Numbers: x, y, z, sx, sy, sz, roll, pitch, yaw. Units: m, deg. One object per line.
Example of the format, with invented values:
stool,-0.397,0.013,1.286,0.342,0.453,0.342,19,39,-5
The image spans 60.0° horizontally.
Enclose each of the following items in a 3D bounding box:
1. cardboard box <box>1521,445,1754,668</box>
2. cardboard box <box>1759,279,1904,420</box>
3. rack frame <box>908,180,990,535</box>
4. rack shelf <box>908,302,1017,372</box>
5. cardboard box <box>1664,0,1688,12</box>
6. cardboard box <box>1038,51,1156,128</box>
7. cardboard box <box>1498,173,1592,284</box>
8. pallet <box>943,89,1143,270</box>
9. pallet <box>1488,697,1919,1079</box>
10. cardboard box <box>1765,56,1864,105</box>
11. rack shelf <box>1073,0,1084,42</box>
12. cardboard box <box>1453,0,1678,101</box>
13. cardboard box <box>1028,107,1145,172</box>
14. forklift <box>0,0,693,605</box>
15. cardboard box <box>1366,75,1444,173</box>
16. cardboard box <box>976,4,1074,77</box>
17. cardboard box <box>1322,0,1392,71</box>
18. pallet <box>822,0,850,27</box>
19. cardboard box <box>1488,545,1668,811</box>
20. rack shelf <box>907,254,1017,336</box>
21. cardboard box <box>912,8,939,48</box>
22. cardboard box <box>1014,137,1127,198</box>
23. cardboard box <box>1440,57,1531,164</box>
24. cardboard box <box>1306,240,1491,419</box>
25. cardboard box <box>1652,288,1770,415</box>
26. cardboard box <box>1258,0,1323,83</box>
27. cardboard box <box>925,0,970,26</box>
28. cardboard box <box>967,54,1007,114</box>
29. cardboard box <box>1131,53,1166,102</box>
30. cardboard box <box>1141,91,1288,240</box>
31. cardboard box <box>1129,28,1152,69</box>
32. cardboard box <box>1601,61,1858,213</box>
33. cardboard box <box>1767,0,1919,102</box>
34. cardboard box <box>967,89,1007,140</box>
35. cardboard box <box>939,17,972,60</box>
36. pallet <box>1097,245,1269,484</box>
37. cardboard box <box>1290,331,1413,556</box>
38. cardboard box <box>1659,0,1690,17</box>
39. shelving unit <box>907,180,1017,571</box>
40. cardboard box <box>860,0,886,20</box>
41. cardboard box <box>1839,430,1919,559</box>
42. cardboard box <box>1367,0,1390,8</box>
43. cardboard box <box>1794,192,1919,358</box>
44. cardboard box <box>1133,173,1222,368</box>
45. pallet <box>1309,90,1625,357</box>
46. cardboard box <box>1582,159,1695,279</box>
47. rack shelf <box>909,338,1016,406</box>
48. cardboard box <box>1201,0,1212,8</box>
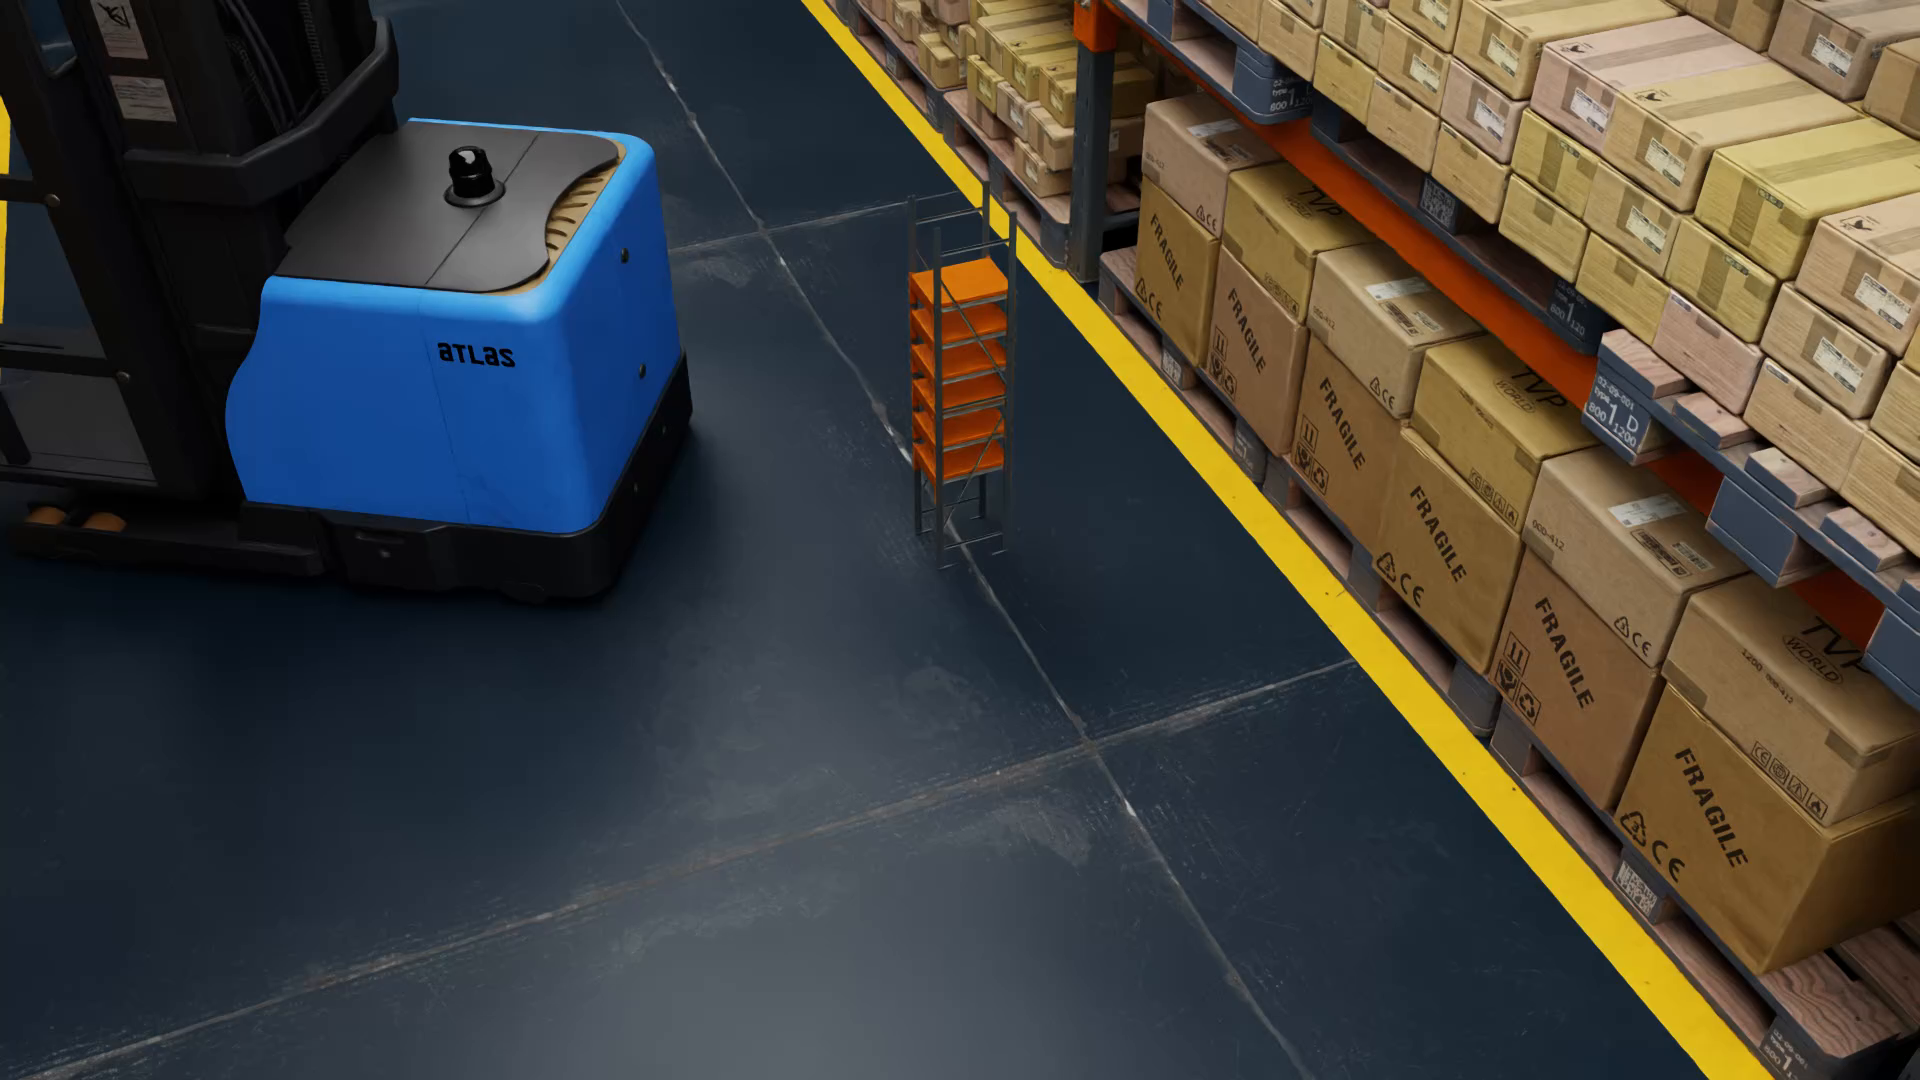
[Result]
cardboard box,1.723,-0.006,3.977,0.500,0.250,0.500,-15,43,-16
cardboard box,1.717,-0.384,3.038,0.380,0.149,0.250,-14,43,-15
rack frame,-0.029,-0.501,4.913,0.240,1.200,0.006,-15,43,-17
rack shelf,0.006,-0.594,4.721,0.258,0.103,0.180,-15,43,-17
cardboard box,1.836,-1.421,4.017,0.380,0.149,0.250,-16,43,-17
cardboard box,0.523,-1.725,6.364,0.380,0.149,0.250,-14,43,-16
cardboard box,1.428,-0.727,3.665,0.380,0.149,0.250,-17,44,-19
pallet,0.610,-1.611,6.961,1.003,0.211,1.213,-15,43,-17
pallet,2.132,0.724,4.247,1.003,0.211,1.213,-15,43,-17
cardboard box,2.028,-1.006,3.761,0.380,0.149,0.250,-15,43,-17
rack shelf,0.134,-3.204,7.227,1.077,0.370,4.000,-15,43,-17
cardboard box,1.326,-1.112,3.657,0.380,0.149,0.250,-13,42,-15
cardboard box,0.485,-1.574,6.416,0.380,0.149,0.250,-14,43,-16
forklift,-2.471,-1.366,4.590,3.031,2.935,1.130,6,41,7
cardboard box,1.223,-1.046,4.037,0.380,0.149,0.250,-17,44,-19
cardboard box,0.287,-2.018,6.704,0.380,0.149,0.250,-15,43,-17
cardboard box,1.132,-1.308,4.113,0.380,0.149,0.250,-16,43,-18
pallet,-0.324,-3.080,8.670,1.003,0.211,1.213,-15,43,-17
cardboard box,1.742,0.281,4.218,0.500,0.500,0.500,-13,42,-15
rack shelf,0.006,-0.685,4.643,0.258,0.103,0.180,-15,43,-17
cardboard box,0.001,-2.299,7.487,0.380,0.149,0.250,-14,43,-16
cardboard box,0.435,-1.502,6.560,0.380,0.149,0.250,-15,43,-16
cardboard box,1.325,-1.000,3.755,0.380,0.149,0.250,-14,43,-16
cardboard box,1.335,-0.628,4.700,0.500,0.250,0.500,-14,43,-15
cardboard box,1.624,-0.414,3.301,0.380,0.149,0.250,-14,43,-16
cardboard box,1.022,-1.362,4.404,0.380,0.149,0.250,-17,44,-19
cardboard box,0.071,-2.333,7.071,0.380,0.149,0.250,-17,44,-19
cardboard box,0.252,-1.891,6.784,0.380,0.149,0.250,-17,43,-18
cardboard box,0.877,-1.891,6.785,0.380,0.149,0.250,-15,43,-17
cardboard box,0.938,-1.257,5.431,0.500,0.250,0.500,-17,44,-19
cardboard box,0.909,-2.016,6.702,0.380,0.149,0.250,-13,42,-15
cardboard box,1.519,-0.803,3.297,0.380,0.149,0.250,-14,43,-16
cardboard box,2.031,-1.111,3.656,0.380,0.149,0.250,-13,42,-15
cardboard box,0.252,-1.822,6.933,0.380,0.149,0.250,-16,43,-18
cardboard box,0.131,-2.215,7.161,0.380,0.149,0.250,-14,43,-16
pallet,1.199,-0.746,5.956,1.003,0.211,1.213,-15,43,-17
cardboard box,1.354,-0.342,4.942,0.500,0.500,0.500,-14,43,-16
cardboard box,1.830,-1.318,4.124,0.380,0.149,0.250,-14,43,-15
shelving unit,0.006,-0.446,4.849,0.258,1.200,0.189,-15,43,-17
cardboard box,-0.252,-2.596,7.833,0.380,0.149,0.250,-17,44,-19
cardboard box,1.817,-0.109,2.947,0.380,0.149,0.250,-14,43,-16
cardboard box,1.121,-1.431,4.028,0.380,0.149,0.250,-14,43,-15
cardboard box,1.725,-0.485,2.928,0.380,0.149,0.250,-16,43,-17
cardboard box,0.937,-0.972,5.675,0.500,0.500,0.500,-14,43,-15
pallet,1.635,-0.972,4.227,1.003,0.211,1.213,-15,43,-17
cardboard box,1.518,-0.692,3.397,0.380,0.149,0.250,-15,43,-17
rack shelf,0.006,-0.504,4.799,0.258,0.103,0.180,-15,43,-17
cardboard box,0.829,-1.667,4.759,0.380,0.149,0.250,-15,43,-17
